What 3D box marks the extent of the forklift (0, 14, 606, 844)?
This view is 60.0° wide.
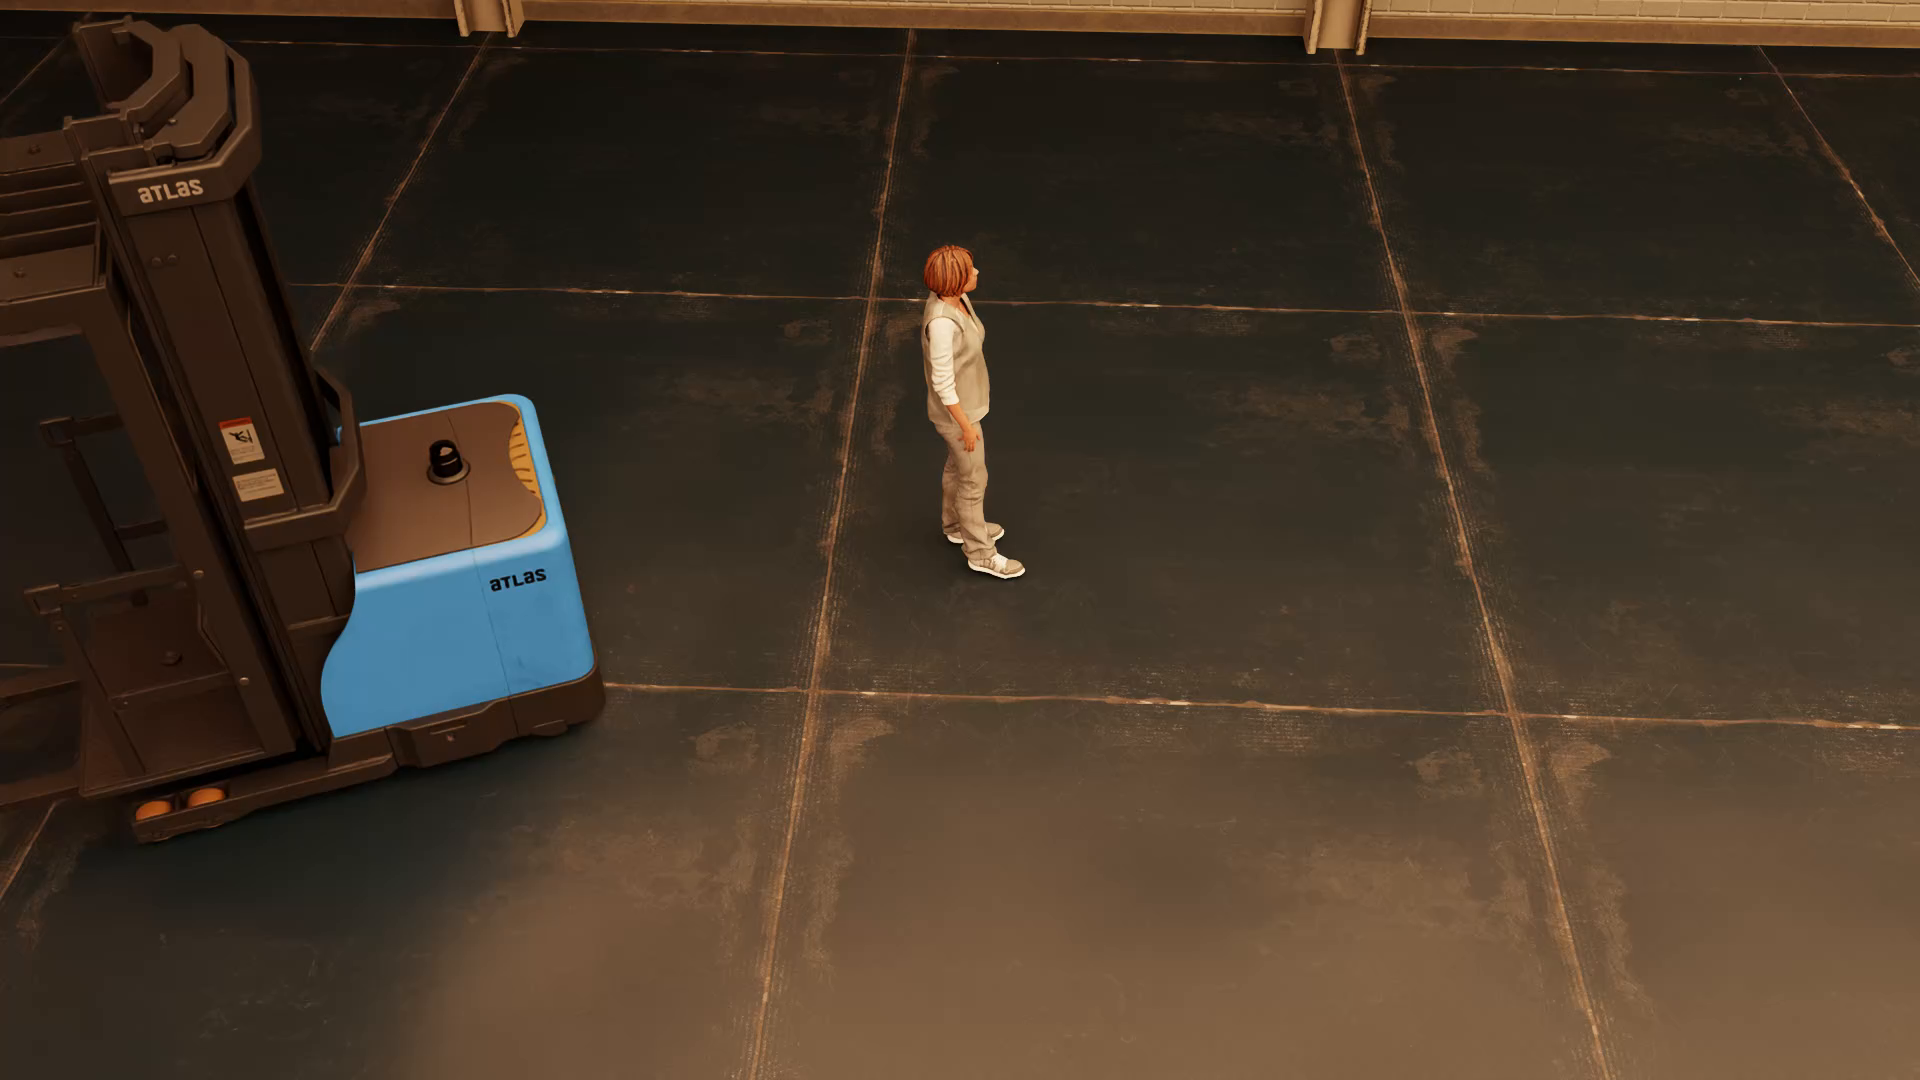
[{"bbox_3d":[-3.076,-0.291,6.061,3.031,2.935,1.130,-13,44,-14],"label":"forklift"}]

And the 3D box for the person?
[{"bbox_3d":[0.074,-0.583,7.361,0.473,1.599,0.521,2,42,2],"label":"person"}]
